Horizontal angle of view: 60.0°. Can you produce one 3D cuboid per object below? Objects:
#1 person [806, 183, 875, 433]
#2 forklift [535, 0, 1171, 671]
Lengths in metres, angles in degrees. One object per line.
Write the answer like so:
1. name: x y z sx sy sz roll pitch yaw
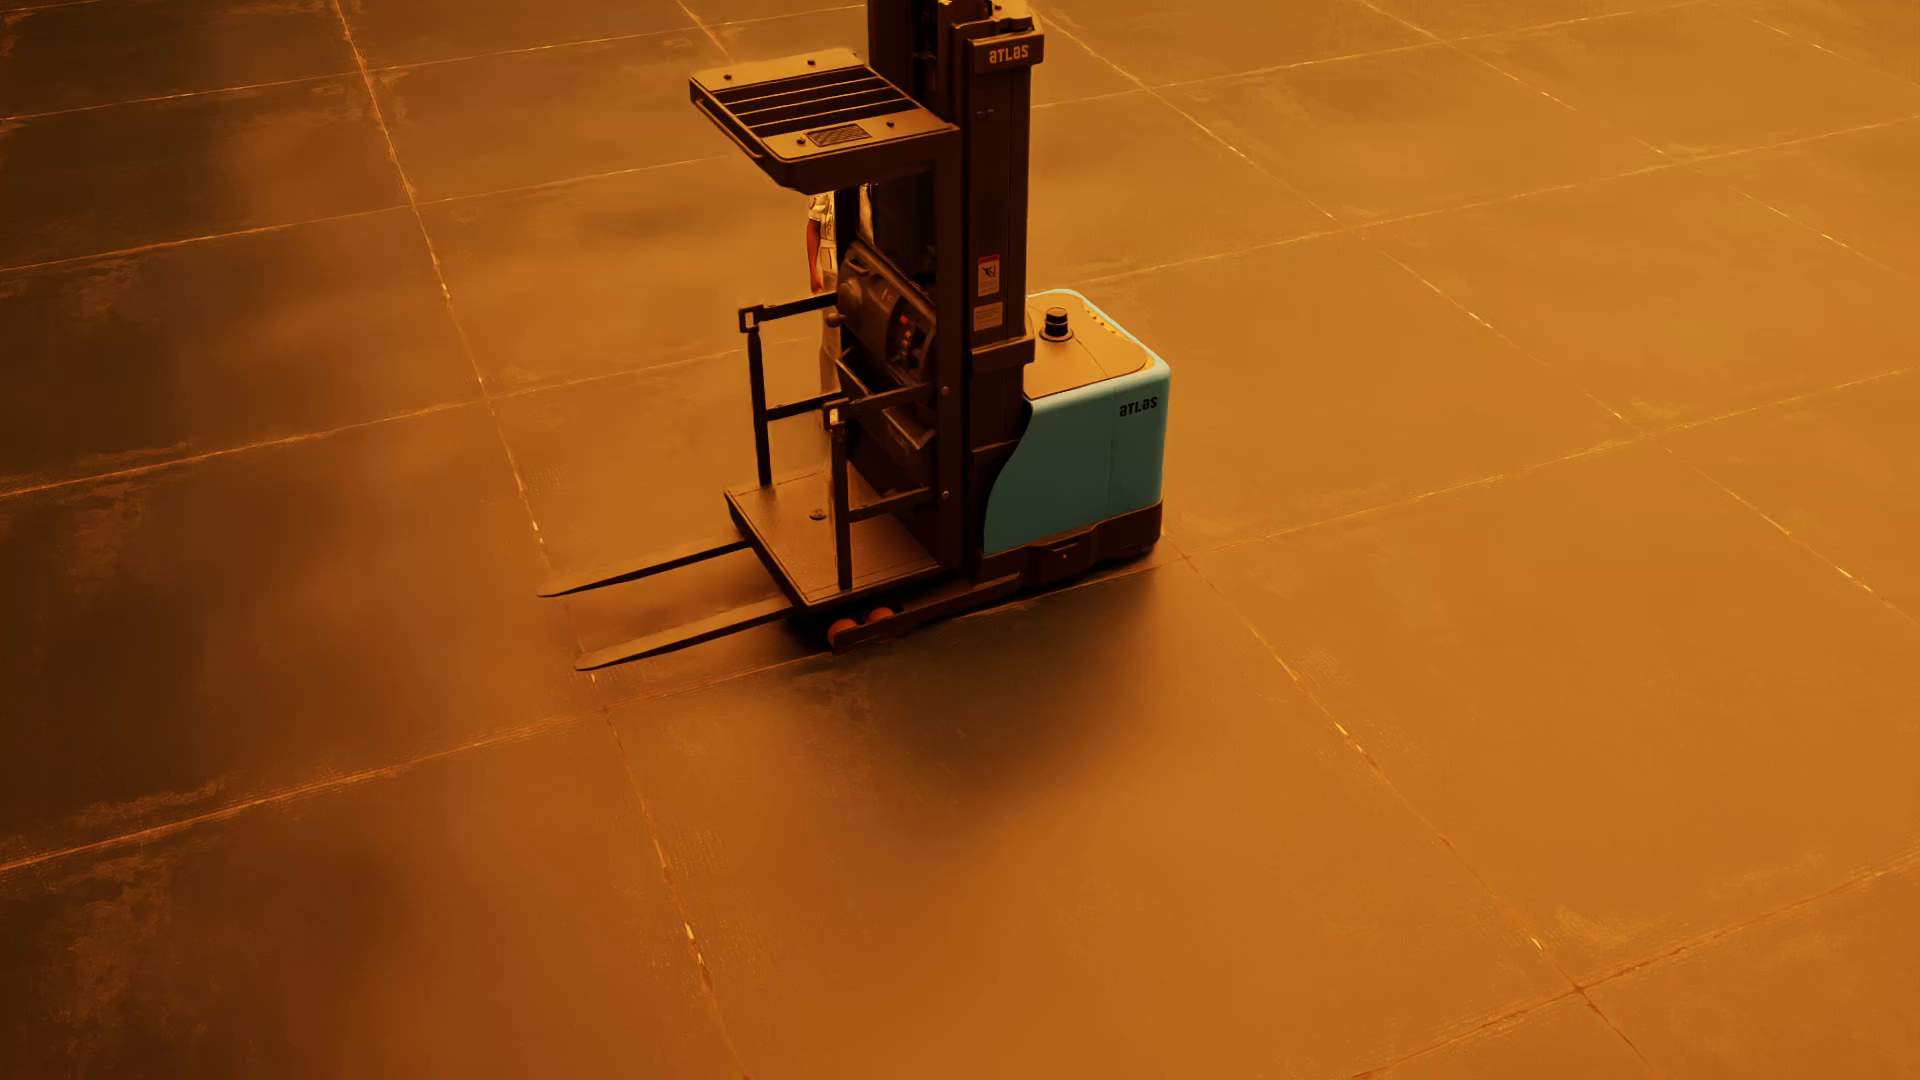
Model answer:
1. person: -0.579 -1.478 9.231 0.570 1.695 0.530 -11 37 -15
2. forklift: -0.522 -1.005 7.512 3.031 2.935 1.130 -17 39 -22
